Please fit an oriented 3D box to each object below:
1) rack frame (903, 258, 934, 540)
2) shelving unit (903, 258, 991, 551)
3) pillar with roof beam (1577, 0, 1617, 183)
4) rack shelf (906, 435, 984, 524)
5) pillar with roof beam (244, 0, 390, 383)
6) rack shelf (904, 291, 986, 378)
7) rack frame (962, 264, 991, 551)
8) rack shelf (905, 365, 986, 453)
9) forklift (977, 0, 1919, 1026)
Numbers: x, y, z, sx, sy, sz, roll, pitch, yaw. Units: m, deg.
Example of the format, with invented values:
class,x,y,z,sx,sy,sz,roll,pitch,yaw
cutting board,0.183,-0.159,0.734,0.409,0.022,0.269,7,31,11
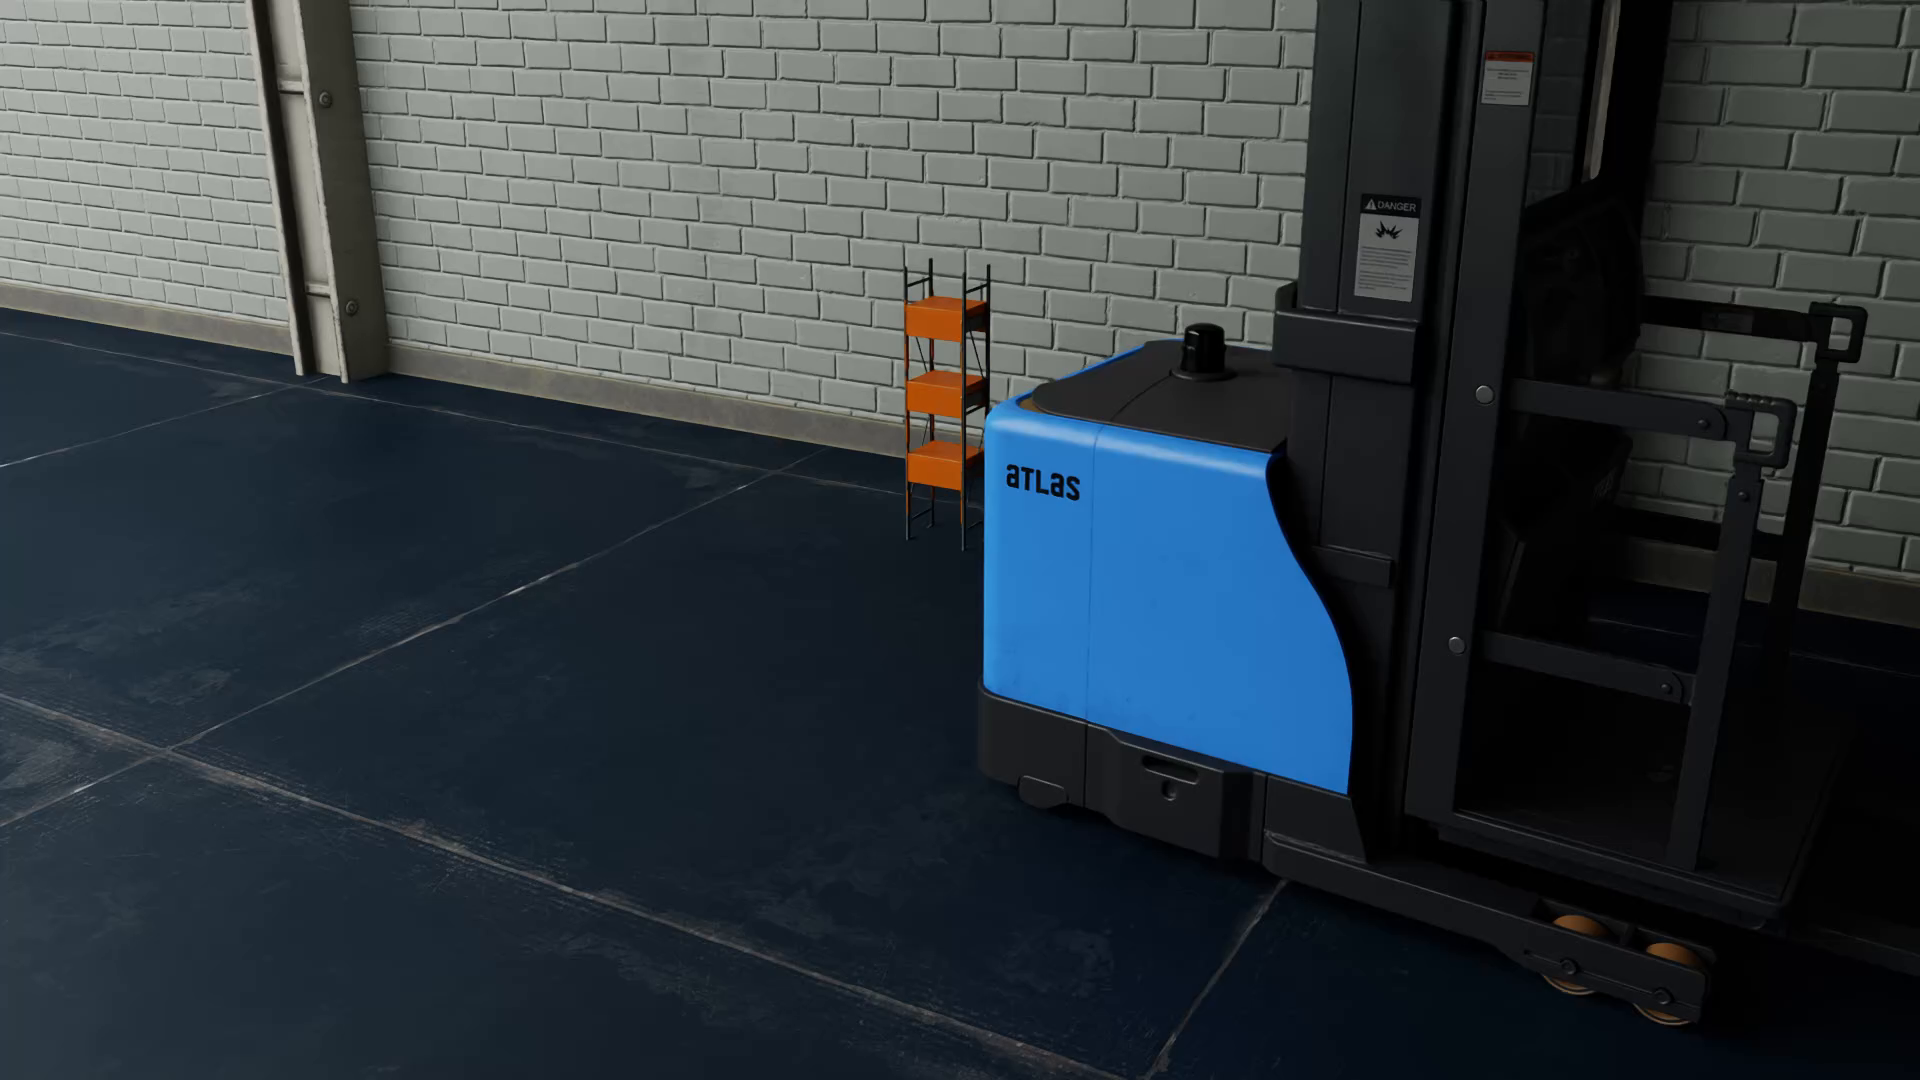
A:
class,x,y,z,sx,sy,sz,roll,pitch,yaw
rack frame,-0.153,-0.523,6.266,0.008,1.050,0.200,11,23,27
shelving unit,-0.047,-0.502,6.211,0.252,1.050,0.215,11,23,27
pillar with roof beam,-0.121,-2.839,0.994,0.400,9.000,9.100,11,23,27
rack shelf,-0.047,-0.231,6.309,0.240,0.259,0.215,11,23,27
pillar with roof beam,-5.359,-3.836,3.745,0.400,9.000,9.100,11,23,27
rack shelf,-0.047,-0.759,6.117,0.240,0.259,0.215,11,23,27
rack frame,0.060,-0.482,6.155,0.008,1.050,0.200,11,23,27
rack shelf,-0.047,-0.492,6.214,0.240,0.259,0.215,11,23,27
forklift,1.553,-0.555,3.598,3.031,2.935,1.130,13,24,32
